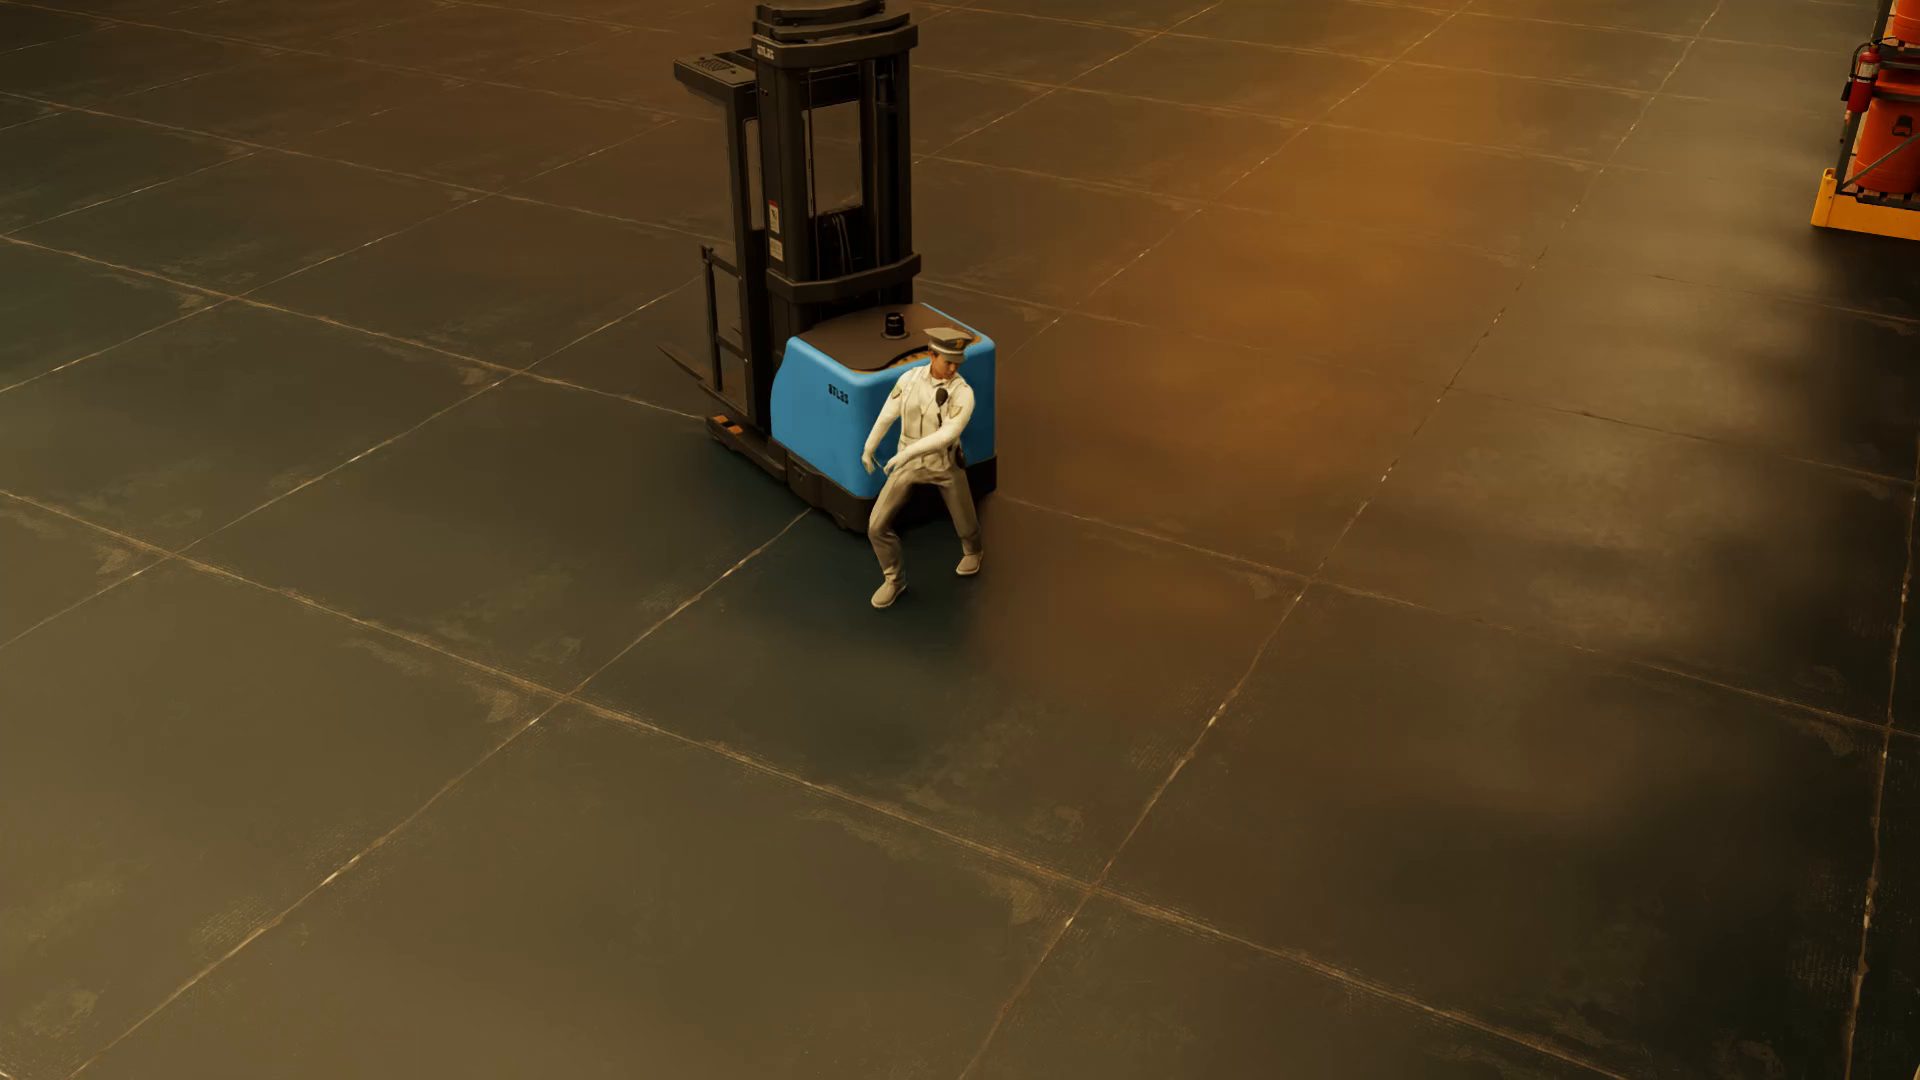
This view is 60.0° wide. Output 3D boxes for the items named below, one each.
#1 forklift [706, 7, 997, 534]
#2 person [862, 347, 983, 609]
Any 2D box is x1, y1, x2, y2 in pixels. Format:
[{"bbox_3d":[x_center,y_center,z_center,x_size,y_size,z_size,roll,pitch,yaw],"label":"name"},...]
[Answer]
[{"bbox_3d":[-0.721,-1.739,10.148,1.129,2.867,1.939,-20,35,-31],"label":"forklift"},{"bbox_3d":[-0.235,-0.408,9.185,0.670,1.538,0.786,8,31,14],"label":"person"}]
